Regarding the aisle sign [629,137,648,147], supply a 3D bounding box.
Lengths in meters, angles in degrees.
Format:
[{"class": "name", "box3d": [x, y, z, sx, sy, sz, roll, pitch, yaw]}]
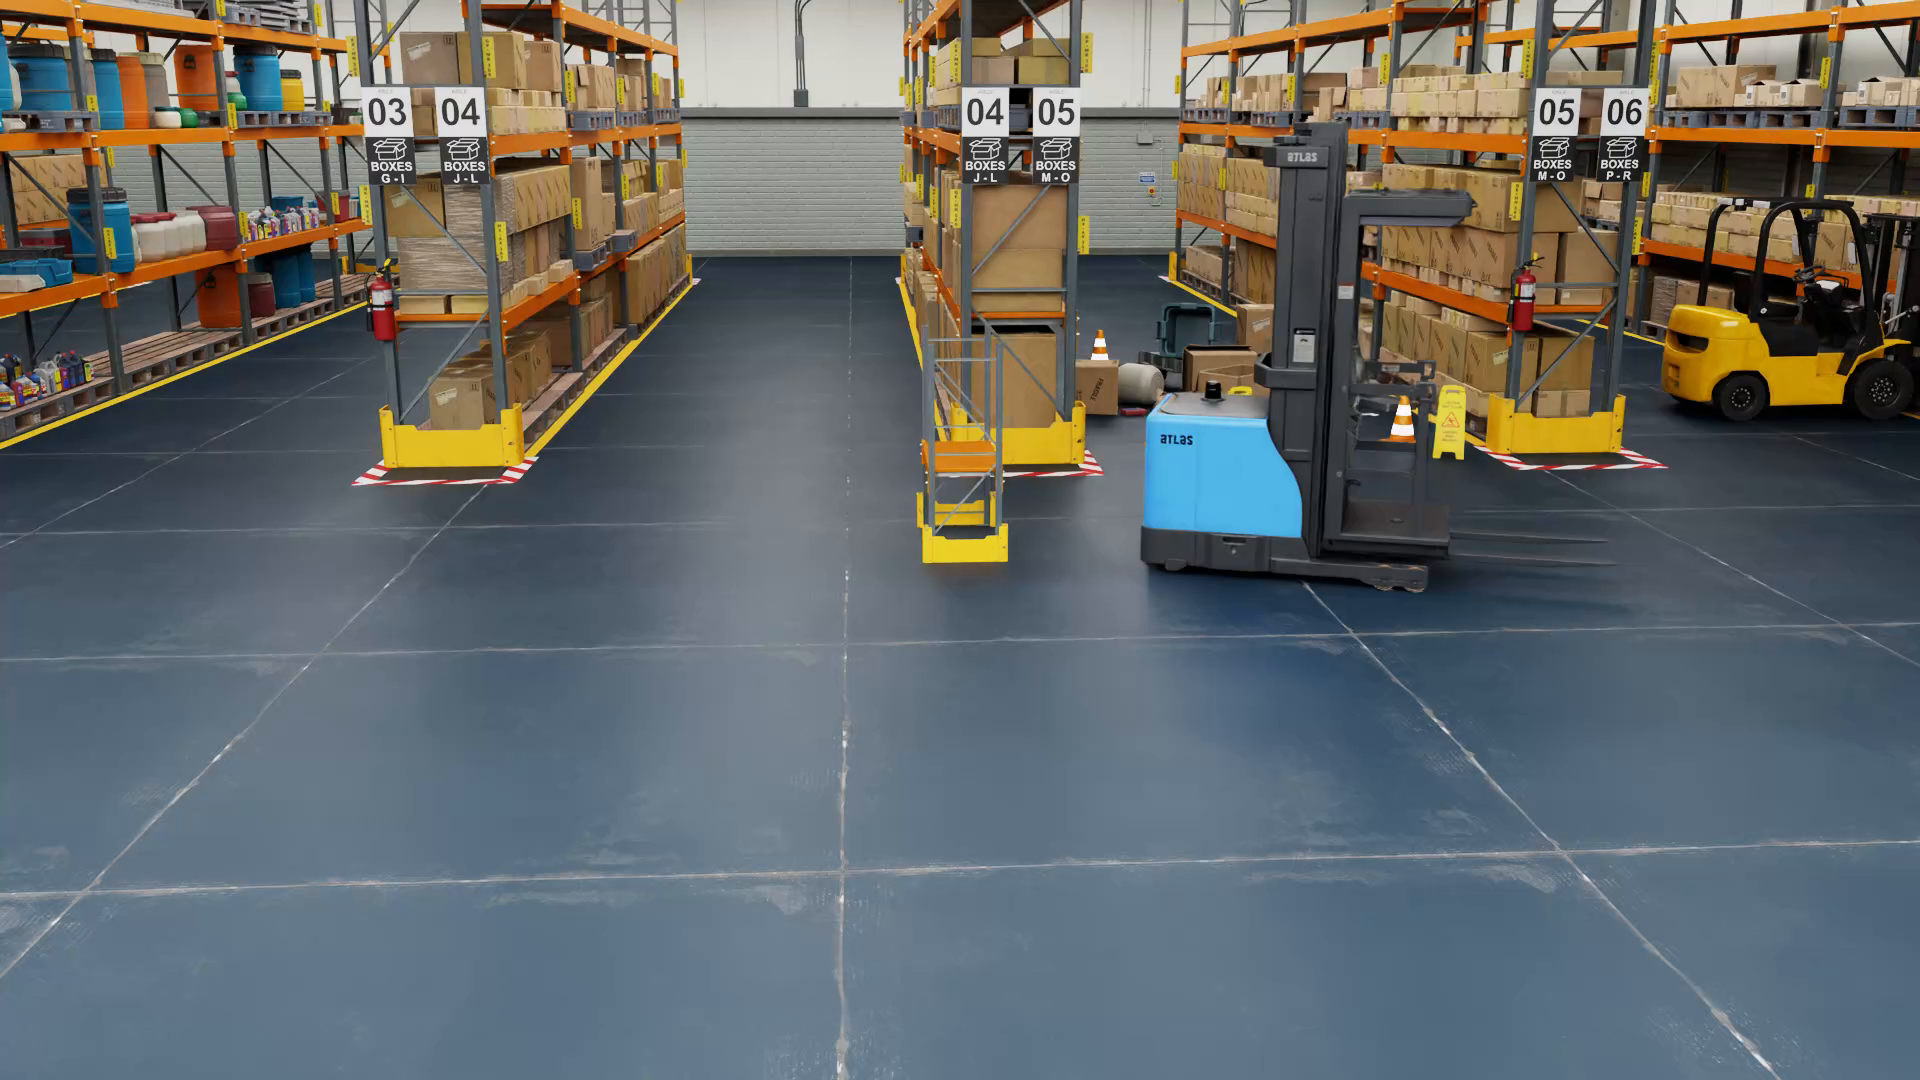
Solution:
[{"class": "aisle sign", "box3d": [-5.743, -7.365, 29.415, 0.394, 0.787, 0.004, -1, 14, -3]}]

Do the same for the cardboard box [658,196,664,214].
[{"class": "cardboard box", "box3d": [-4.959, -5.290, 26.272, 0.500, 0.250, 0.500, -1, 14, -4]}]

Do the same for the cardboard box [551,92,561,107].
[{"class": "cardboard box", "box3d": [-4.387, -4.605, 17.387, 0.380, 0.149, 0.250, 0, 14, -2]}]

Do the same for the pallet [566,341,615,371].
[{"class": "pallet", "box3d": [-4.824, -2.256, 20.370, 1.003, 0.211, 1.213, -1, 14, -3]}]

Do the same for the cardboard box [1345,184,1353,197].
[{"class": "cardboard box", "box3d": [4.880, -4.020, 19.992, 0.500, 0.500, 0.500, 0, 14, -2]}]

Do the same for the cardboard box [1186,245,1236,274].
[{"class": "cardboard box", "box3d": [4.593, -5.046, 29.917, 0.875, 0.438, 0.875, -1, 14, -5]}]

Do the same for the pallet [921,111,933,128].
[{"class": "pallet", "box3d": [0.106, -5.357, 21.185, 1.213, 0.211, 1.003, 0, 14, -1]}]

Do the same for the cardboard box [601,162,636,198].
[{"class": "cardboard box", "box3d": [-5.058, -5.148, 23.803, 0.797, 0.503, 0.637, 0, 14, -2]}]

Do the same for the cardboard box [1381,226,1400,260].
[{"class": "cardboard box", "box3d": [4.945, -3.340, 18.191, 0.500, 0.500, 0.500, -1, 14, -4]}]

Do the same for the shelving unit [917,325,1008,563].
[{"class": "shelving unit", "box3d": [0.005, -0.707, 11.766, 0.587, 1.500, 1.083, -1, 14, -3]}]

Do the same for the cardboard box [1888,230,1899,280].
[{"class": "cardboard box", "box3d": [9.998, -3.018, 17.535, 0.500, 0.500, 0.500, -1, 14, -4]}]

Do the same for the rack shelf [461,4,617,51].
[{"class": "rack shelf", "box3d": [-4.819, -5.969, 19.413, 1.077, 0.370, 4.000, -1, 14, -3]}]

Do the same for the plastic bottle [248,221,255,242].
[{"class": "plastic bottle", "box3d": [-9.566, -4.165, 22.430, 0.061, 0.283, 0.133, -1, 14, -3]}]

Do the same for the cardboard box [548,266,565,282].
[{"class": "cardboard box", "box3d": [-4.300, -2.752, 17.207, 0.380, 0.149, 0.250, -1, 14, -3]}]

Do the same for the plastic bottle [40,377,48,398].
[{"class": "plastic bottle", "box3d": [-9.239, -1.537, 16.712, 0.097, 0.201, 0.097, 0, 14, 0]}]

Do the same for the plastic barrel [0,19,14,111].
[{"class": "plastic barrel", "box3d": [-9.684, -4.682, 16.334, 0.600, 0.901, 0.708, -1, 14, -3]}]

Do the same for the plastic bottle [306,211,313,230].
[{"class": "plastic bottle", "box3d": [-9.765, -4.778, 24.824, 0.152, 0.276, 0.135, -1, 14, -3]}]

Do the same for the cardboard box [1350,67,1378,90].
[{"class": "cardboard box", "box3d": [4.947, -5.483, 19.751, 0.500, 0.250, 0.500, -1, 14, -3]}]

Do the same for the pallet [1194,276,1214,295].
[{"class": "pallet", "box3d": [4.652, -4.395, 28.685, 1.003, 0.211, 1.213, -1, 14, -3]}]

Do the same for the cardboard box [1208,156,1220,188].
[{"class": "cardboard box", "box3d": [4.372, -6.023, 27.209, 0.500, 0.500, 0.500, -1, 14, -4]}]

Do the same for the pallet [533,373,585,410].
[{"class": "pallet", "box3d": [-4.619, -1.592, 17.789, 1.003, 0.211, 1.213, -1, 14, -3]}]

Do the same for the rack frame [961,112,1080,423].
[{"class": "rack frame", "box3d": [0.509, -2.165, 14.422, 1.000, 3.000, 0.127, -1, 14, -3]}]

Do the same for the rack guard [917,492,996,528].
[{"class": "rack guard", "box3d": [-0.026, -0.226, 12.403, 0.587, 0.250, 0.087, -1, 14, -3]}]

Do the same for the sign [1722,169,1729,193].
[{"class": "sign", "box3d": [10.455, -4.904, 22.743, 0.100, 0.325, 0.005, -1, 14, -3]}]

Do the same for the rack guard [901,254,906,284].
[{"class": "rack guard", "box3d": [-0.478, -4.915, 30.125, 1.175, 0.500, 0.348, -1, 14, -3]}]

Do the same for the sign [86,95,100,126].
[{"class": "sign", "box3d": [-9.089, -4.495, 17.438, 0.100, 0.325, 0.005, -1, 14, -3]}]

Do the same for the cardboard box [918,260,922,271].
[{"class": "cardboard box", "box3d": [-0.333, -3.802, 23.453, 0.500, 0.250, 0.500, -1, 14, -3]}]

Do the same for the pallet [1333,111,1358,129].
[{"class": "pallet", "box3d": [5.196, -5.036, 19.938, 1.213, 0.211, 1.003, -1, 14, -3]}]

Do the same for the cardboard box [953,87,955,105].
[{"class": "cardboard box", "box3d": [0.135, -3.888, 14.559, 0.380, 0.149, 0.250, -1, 14, -3]}]

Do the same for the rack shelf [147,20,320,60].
[{"class": "rack shelf", "box3d": [-10.011, -6.888, 22.982, 1.077, 0.370, 4.000, -1, 14, -3]}]

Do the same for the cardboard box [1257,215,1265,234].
[{"class": "cardboard box", "box3d": [4.595, -4.558, 24.022, 0.500, 0.250, 0.500, -1, 14, -4]}]

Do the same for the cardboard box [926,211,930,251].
[{"class": "cardboard box", "box3d": [-0.163, -3.836, 20.713, 0.500, 0.500, 0.500, -1, 14, -3]}]

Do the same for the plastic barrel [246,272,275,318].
[{"class": "plastic barrel", "box3d": [-10.004, -3.465, 23.469, 0.600, 0.588, 0.708, -1, 14, -3]}]

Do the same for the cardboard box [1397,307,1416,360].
[{"class": "cardboard box", "box3d": [5.008, -2.213, 17.776, 0.500, 0.500, 0.500, 0, 14, -1]}]

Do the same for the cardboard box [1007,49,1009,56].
[{"class": "cardboard box", "box3d": [0.666, -4.791, 16.468, 0.380, 0.149, 0.250, -1, 14, -3]}]

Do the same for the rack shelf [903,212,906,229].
[{"class": "rack shelf", "box3d": [-0.358, -5.299, 28.044, 1.077, 0.370, 4.000, -1, 14, -3]}]

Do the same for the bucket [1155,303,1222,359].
[{"class": "bucket", "box3d": [2.571, -2.313, 18.513, 0.726, 0.611, 0.620, 4, 5, 16]}]

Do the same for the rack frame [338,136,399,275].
[{"class": "rack frame", "box3d": [-10.382, -6.016, 29.390, 1.000, 3.000, 0.127, -1, 14, -3]}]

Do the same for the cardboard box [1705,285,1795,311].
[{"class": "cardboard box", "box3d": [10.017, -2.902, 21.208, 0.875, 0.625, 0.625, -1, 15, -6]}]

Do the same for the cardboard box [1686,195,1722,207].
[{"class": "cardboard box", "box3d": [9.716, -4.418, 21.675, 0.380, 0.149, 0.250, -1, 14, -3]}]

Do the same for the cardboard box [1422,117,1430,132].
[{"class": "cardboard box", "box3d": [5.032, -4.322, 17.290, 0.380, 0.149, 0.250, 0, 14, -2]}]

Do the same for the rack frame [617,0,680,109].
[{"class": "rack frame", "box3d": [-5.439, -8.998, 28.940, 1.000, 3.000, 0.127, -1, 14, -3]}]

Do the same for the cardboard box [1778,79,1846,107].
[{"class": "cardboard box", "box3d": [9.861, -5.177, 19.242, 0.500, 0.311, 0.500, -1, 14, -5]}]

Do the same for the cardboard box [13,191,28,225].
[{"class": "cardboard box", "box3d": [-14.838, -5.125, 25.727, 0.500, 0.500, 0.500, -1, 14, -2]}]

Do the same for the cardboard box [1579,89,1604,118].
[{"class": "cardboard box", "box3d": [5.678, -3.920, 14.926, 0.500, 0.250, 0.500, -1, 14, -4]}]

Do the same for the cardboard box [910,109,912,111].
[{"class": "cardboard box", "box3d": [-0.534, -6.647, 26.124, 0.500, 0.250, 0.500, -1, 14, -2]}]

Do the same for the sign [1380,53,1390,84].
[{"class": "sign", "box3d": [4.642, -5.146, 18.159, 0.100, 0.325, 0.005, -1, 14, -3]}]

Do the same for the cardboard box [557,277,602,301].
[{"class": "cardboard box", "box3d": [-4.829, -3.171, 20.960, 0.500, 0.250, 0.500, 1, 14, 3]}]

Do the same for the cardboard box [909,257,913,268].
[{"class": "cardboard box", "box3d": [-0.641, -4.601, 27.574, 0.380, 0.149, 0.250, -2, 15, -6]}]

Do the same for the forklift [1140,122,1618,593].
[{"class": "forklift", "box3d": [2.793, -1.227, 10.914, 3.031, 2.935, 1.130, 4, 15, 15]}]

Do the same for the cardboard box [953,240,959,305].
[{"class": "cardboard box", "box3d": [0.385, -2.466, 15.289, 0.875, 0.550, 0.550, -1, 14, -3]}]
